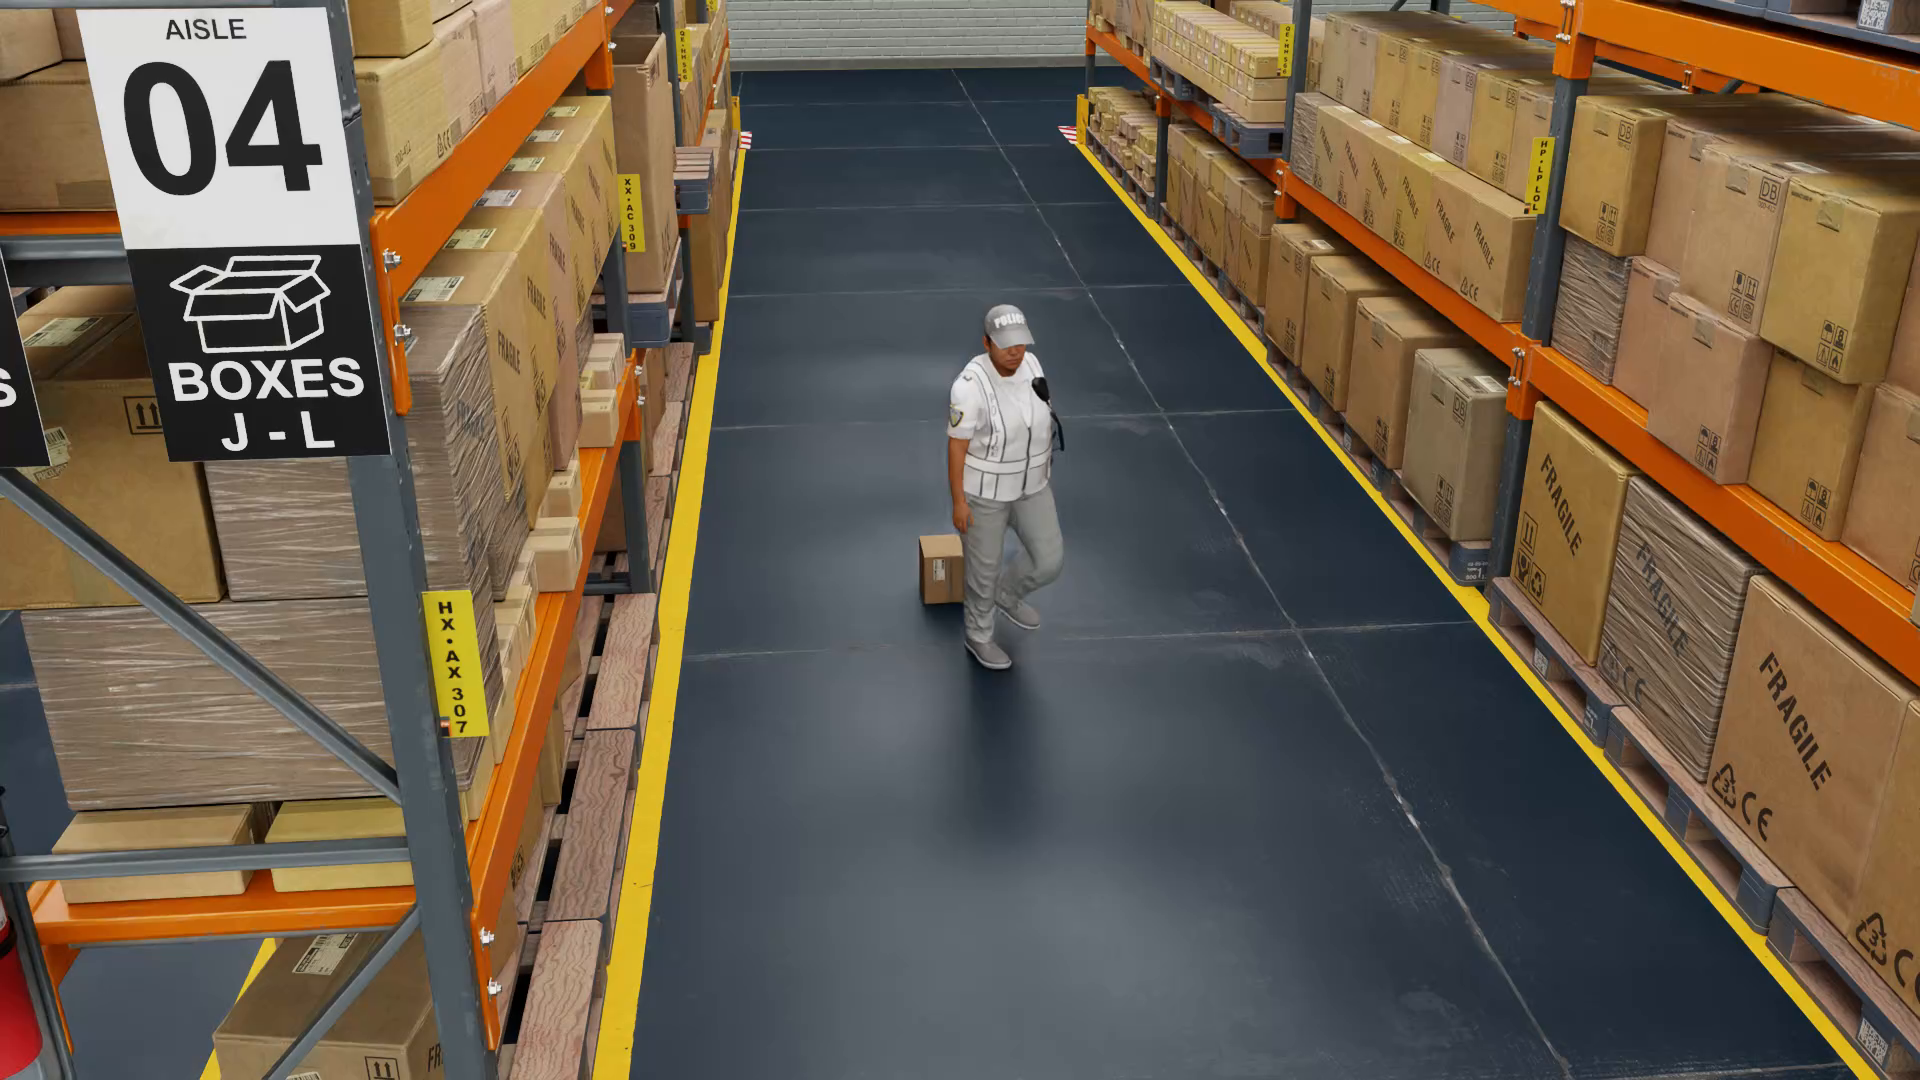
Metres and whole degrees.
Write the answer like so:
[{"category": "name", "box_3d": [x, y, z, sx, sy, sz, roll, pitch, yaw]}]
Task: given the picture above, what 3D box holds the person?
[{"category": "person", "box_3d": [0.180, -0.225, 7.085, 0.546, 1.653, 0.522, -15, 28, -30]}]
